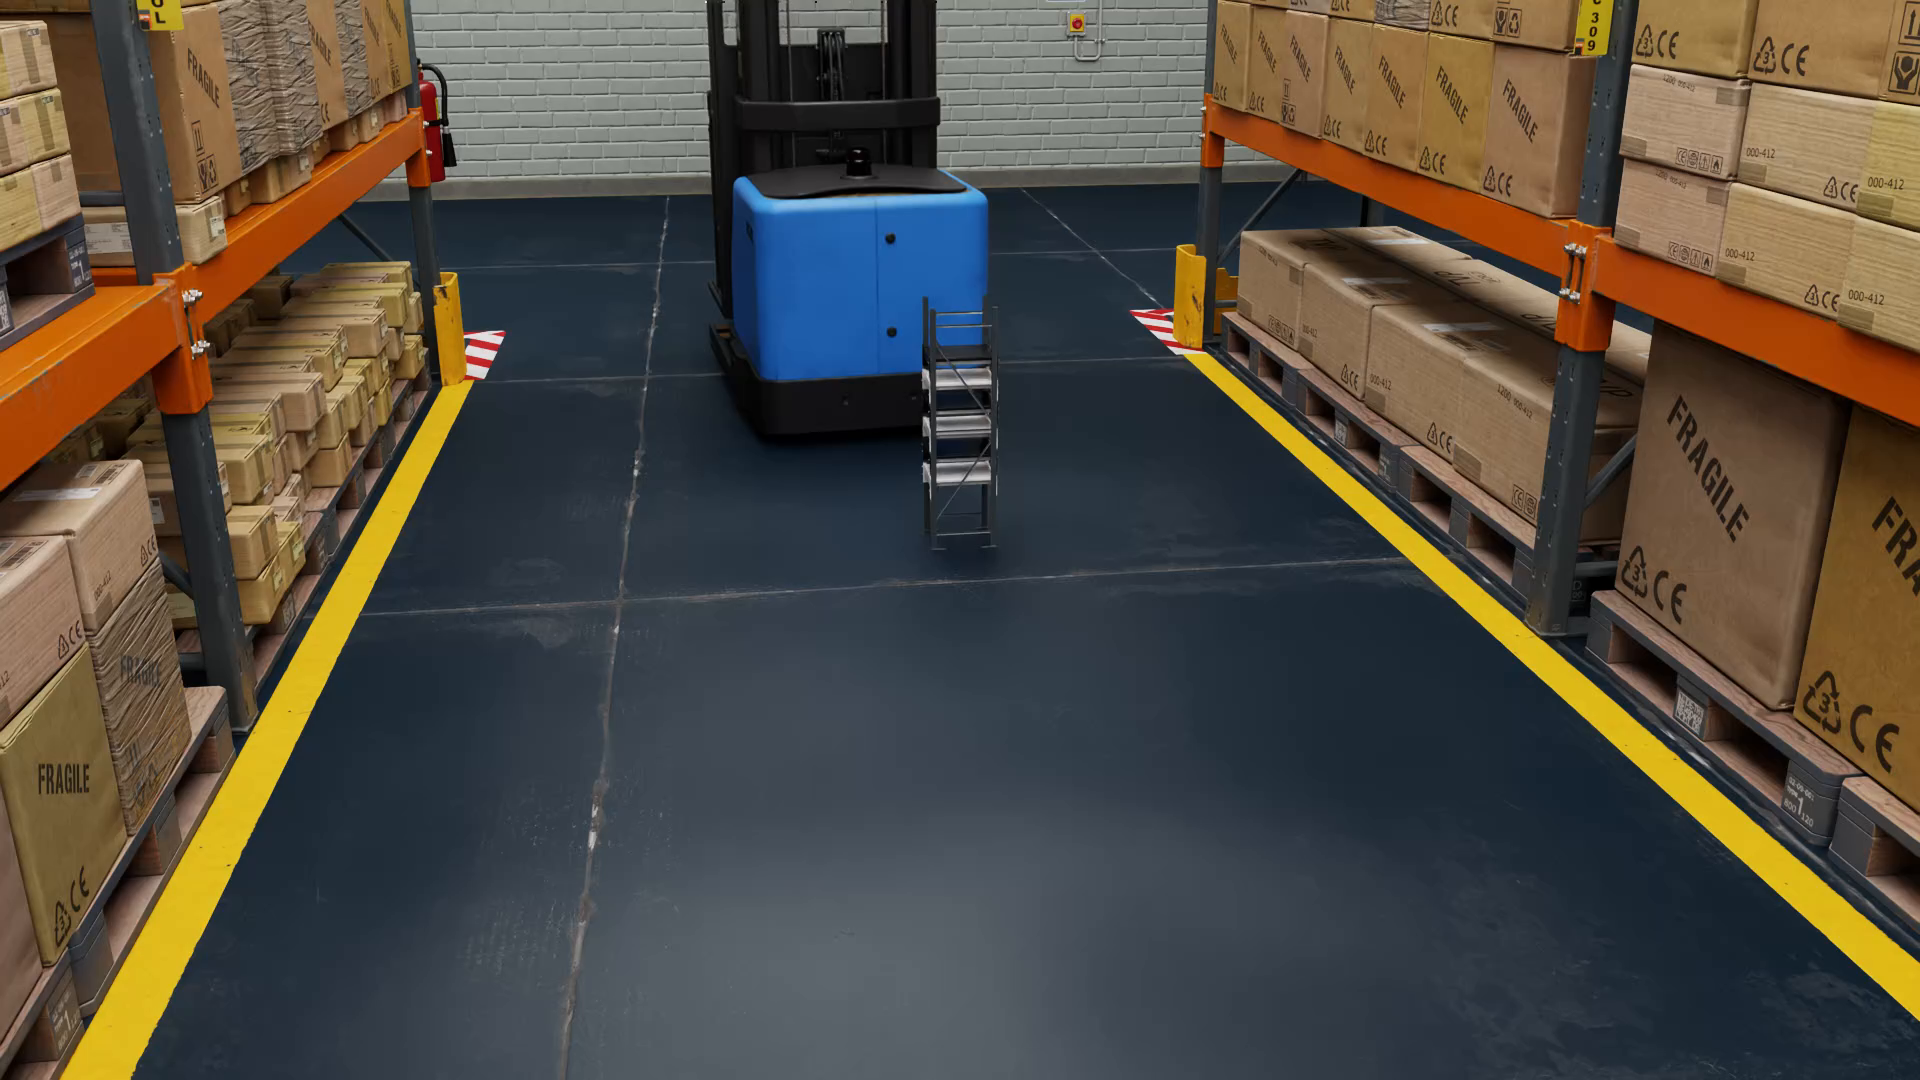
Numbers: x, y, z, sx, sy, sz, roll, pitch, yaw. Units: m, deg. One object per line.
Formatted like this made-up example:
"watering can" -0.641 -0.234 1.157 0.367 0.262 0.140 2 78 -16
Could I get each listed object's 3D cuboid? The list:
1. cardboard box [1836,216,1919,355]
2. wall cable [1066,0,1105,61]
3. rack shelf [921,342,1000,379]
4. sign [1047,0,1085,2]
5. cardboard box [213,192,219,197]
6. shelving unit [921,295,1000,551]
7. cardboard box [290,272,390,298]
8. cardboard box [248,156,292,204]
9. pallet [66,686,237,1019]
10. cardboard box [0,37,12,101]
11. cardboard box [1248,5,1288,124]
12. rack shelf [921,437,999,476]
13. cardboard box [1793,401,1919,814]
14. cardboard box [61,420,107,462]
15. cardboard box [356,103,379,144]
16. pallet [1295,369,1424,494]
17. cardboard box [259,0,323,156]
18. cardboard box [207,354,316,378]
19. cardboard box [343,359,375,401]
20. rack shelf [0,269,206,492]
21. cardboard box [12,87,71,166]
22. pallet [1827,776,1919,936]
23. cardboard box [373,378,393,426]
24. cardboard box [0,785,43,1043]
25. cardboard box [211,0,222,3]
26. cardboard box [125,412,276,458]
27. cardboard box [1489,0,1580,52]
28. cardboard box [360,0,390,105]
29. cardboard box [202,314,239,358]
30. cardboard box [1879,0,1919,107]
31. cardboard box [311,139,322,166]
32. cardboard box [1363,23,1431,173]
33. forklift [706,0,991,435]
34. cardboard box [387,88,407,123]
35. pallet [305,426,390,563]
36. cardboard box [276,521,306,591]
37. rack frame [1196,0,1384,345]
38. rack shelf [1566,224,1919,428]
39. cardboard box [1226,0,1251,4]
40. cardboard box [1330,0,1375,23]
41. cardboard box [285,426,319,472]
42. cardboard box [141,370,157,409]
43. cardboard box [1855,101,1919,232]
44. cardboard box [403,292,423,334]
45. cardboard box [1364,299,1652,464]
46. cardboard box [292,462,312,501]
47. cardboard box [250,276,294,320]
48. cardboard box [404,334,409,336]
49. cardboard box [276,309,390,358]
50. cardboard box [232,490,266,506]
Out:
"cardboard box" 2.293 -0.538 3.583 0.500 0.250 0.500 -3 21 -8
"wall cable" 0.944 -4.957 13.705 0.585 1.953 0.123 -3 21 -8
"rack shelf" -0.001 -0.646 5.983 0.258 0.077 0.200 -3 21 -8
"sign" 0.888 -4.612 13.892 0.327 0.218 0.001 -3 21 -8
"cardboard box" -2.355 -0.929 4.775 0.380 0.149 0.250 -2 21 -6
"shelving unit" -0.001 -0.424 6.066 0.258 0.900 0.210 -3 21 -8
"cardboard box" -2.797 -1.111 7.527 0.380 0.149 0.250 -3 21 -7
"cardboard box" -2.450 -1.203 5.510 0.380 0.149 0.250 -3 21 -7
"pallet" -2.413 0.730 3.961 1.003 0.211 1.213 -3 21 -8
"cardboard box" -2.236 -0.982 3.466 0.380 0.149 0.250 -4 21 -9
"cardboard box" 1.666 -2.208 7.698 0.500 0.500 0.500 -3 21 -9
"rack shelf" -0.001 -0.309 6.109 0.258 0.077 0.200 -3 21 -8
"cardboard box" 2.663 0.191 3.855 0.875 0.875 0.875 -2 21 -6
"cardboard box" -2.955 -0.268 5.272 0.380 0.149 0.250 -3 21 -8
"cardboard box" -2.667 -1.754 6.983 0.380 0.149 0.250 -2 21 -6
"pallet" 2.145 -0.515 7.294 1.003 0.211 1.213 -3 21 -8
"cardboard box" -2.464 -1.564 5.548 0.500 0.500 0.500 -3 21 -9
"cardboard box" -2.575 -0.571 6.081 0.380 0.149 0.250 -4 21 -10
"cardboard box" -2.562 -0.615 6.625 0.380 0.149 0.250 -2 21 -5
"rack shelf" -2.239 0.183 2.466 1.077 0.370 4.000 -3 21 -8
"cardboard box" -2.274 -0.937 3.771 0.380 0.149 0.250 -2 21 -6
"pallet" 2.722 0.862 3.606 1.003 0.211 1.213 -3 21 -8
"cardboard box" -2.584 -0.571 6.932 0.380 0.149 0.250 -4 21 -10
"cardboard box" -2.028 0.727 2.955 0.500 0.500 0.500 -3 21 -9
"cardboard box" -2.441 -1.848 4.880 0.500 0.500 0.500 -4 21 -9
"cardboard box" -2.438 -0.299 5.354 0.380 0.149 0.250 -3 21 -9
"cardboard box" 2.016 -1.796 5.164 0.500 0.500 0.500 -3 21 -8
"cardboard box" -2.715 -2.096 6.973 0.500 0.500 0.500 -3 21 -9
"cardboard box" -3.148 -0.811 6.725 0.380 0.149 0.250 -2 21 -6
"cardboard box" 2.306 -1.131 3.384 0.500 0.500 0.500 -3 21 -9
"cardboard box" -2.624 -1.473 6.233 0.380 0.149 0.250 -3 21 -7
"cardboard box" 1.870 -1.677 6.275 0.500 0.500 0.500 -3 21 -9
"forklift" -0.712 -2.313 8.220 1.130 2.935 3.031 -5 21 -13
"cardboard box" -2.777 -2.015 7.683 0.380 0.149 0.250 -3 21 -8
"pallet" -2.838 -0.194 6.434 1.003 0.211 1.213 -3 21 -8
"cardboard box" -2.300 0.058 5.248 0.380 0.149 0.250 -2 21 -6
"rack frame" 1.780 -2.516 8.665 1.000 3.000 0.127 -3 21 -8
"rack shelf" 2.645 -0.101 3.229 1.077 0.370 4.000 -3 21 -8
"cardboard box" 1.568 -2.850 7.989 0.500 0.500 0.500 -3 21 -9
"cardboard box" 1.804 -2.321 6.572 0.500 0.500 0.500 -3 21 -8
"cardboard box" -2.511 -0.344 5.899 0.380 0.149 0.250 -2 21 -5
"cardboard box" -3.097 -0.544 6.010 0.380 0.149 0.250 -4 21 -10
"cardboard box" 2.291 -0.773 3.499 0.500 0.250 0.500 -3 21 -7
"cardboard box" -2.745 -1.063 7.825 0.380 0.149 0.250 -3 21 -9
"cardboard box" 2.243 -0.660 6.758 0.875 0.438 0.875 -4 21 -9
"cardboard box" -2.547 -0.202 5.944 0.380 0.149 0.250 -4 21 -10
"cardboard box" -3.205 -1.083 7.453 0.380 0.149 0.250 -3 21 -7
"cardboard box" -2.821 -0.921 7.868 0.380 0.149 0.250 -3 21 -7
"cardboard box" -2.566 -0.844 6.814 0.380 0.149 0.250 -2 21 -6
"cardboard box" -2.388 -0.071 5.170 0.380 0.149 0.250 -3 21 -7
